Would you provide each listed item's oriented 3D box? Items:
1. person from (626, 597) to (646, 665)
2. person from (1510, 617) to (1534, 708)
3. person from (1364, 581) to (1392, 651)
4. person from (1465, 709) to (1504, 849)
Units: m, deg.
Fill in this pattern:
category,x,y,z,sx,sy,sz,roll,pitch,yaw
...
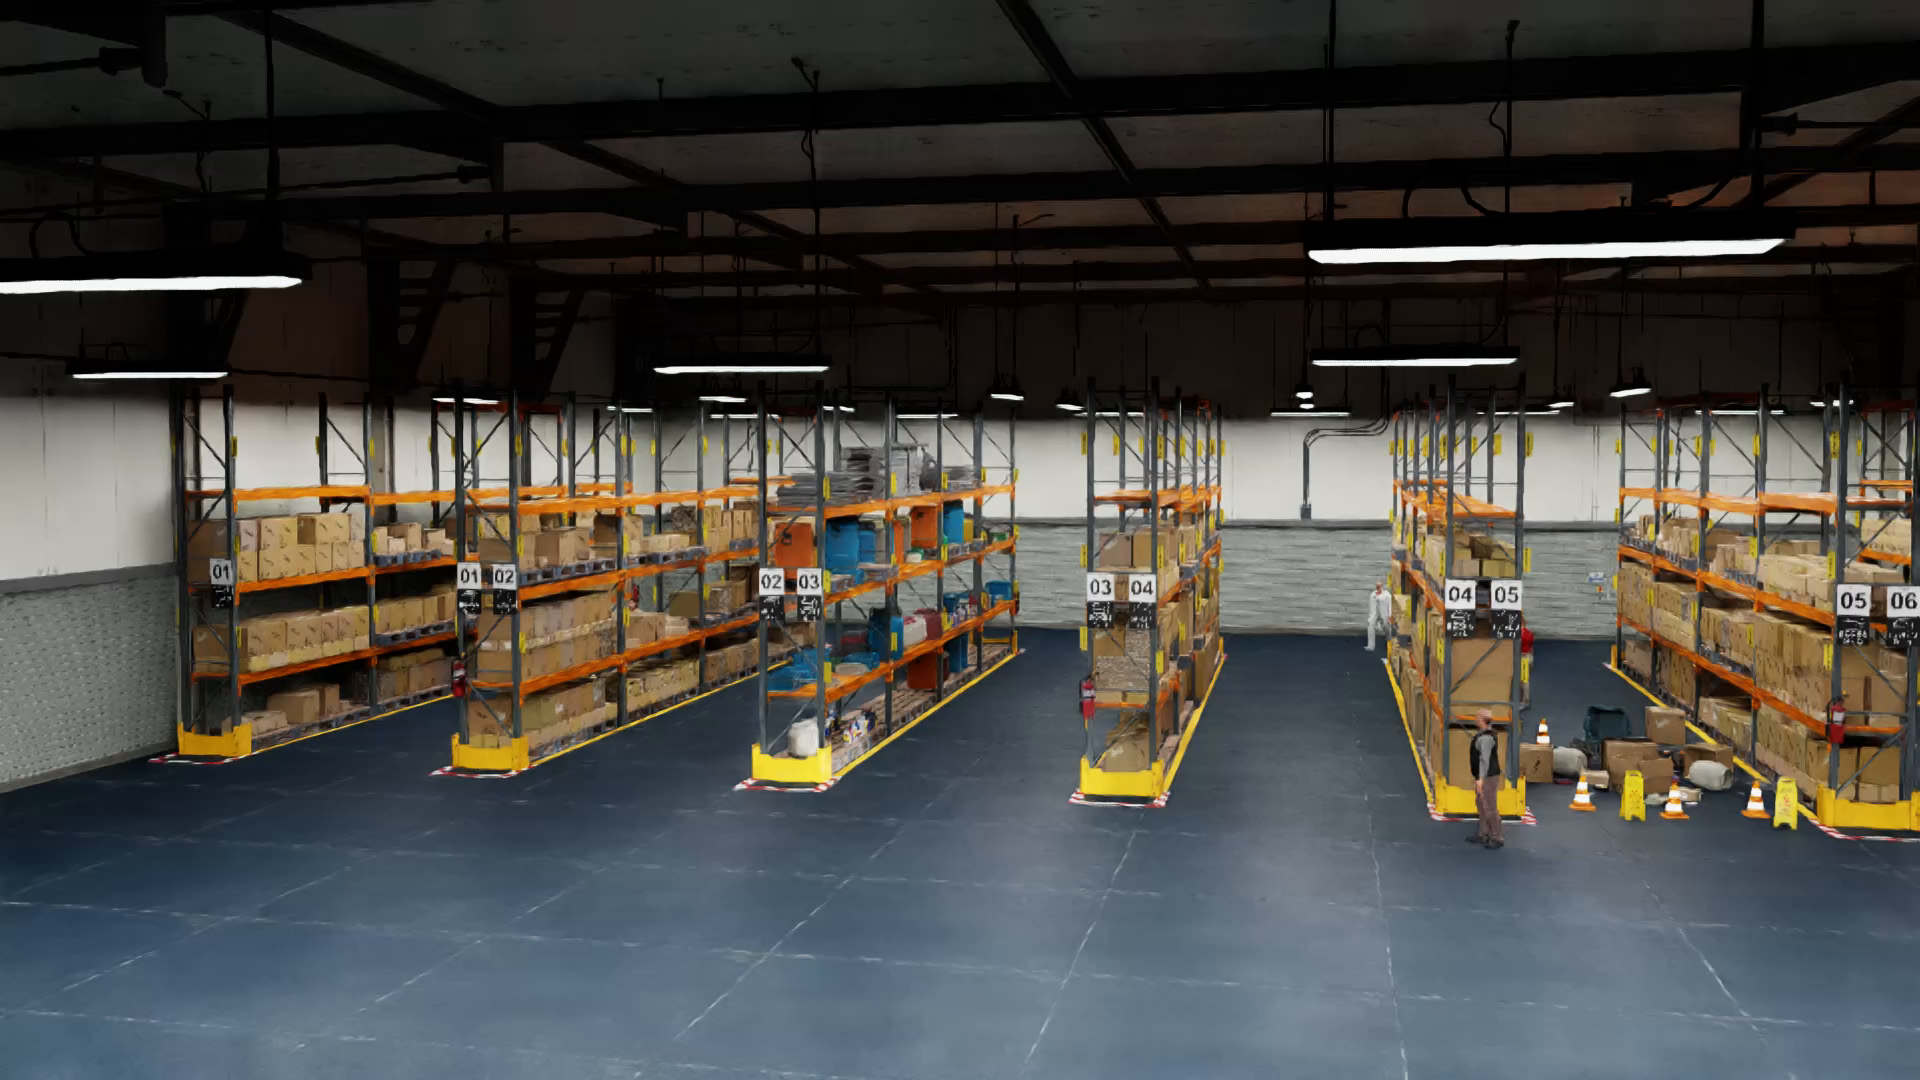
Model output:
category,x,y,z,sx,sy,sz,roll,pitch,yaw
person,-7.321,2.094,37.481,0.456,1.612,1.016,1,3,11
person,10.773,2.339,31.979,0.586,1.717,0.654,3,4,44
person,10.362,1.853,40.955,0.635,1.722,1.045,2,4,33
person,6.583,3.010,20.832,0.470,1.627,0.583,1,3,17
